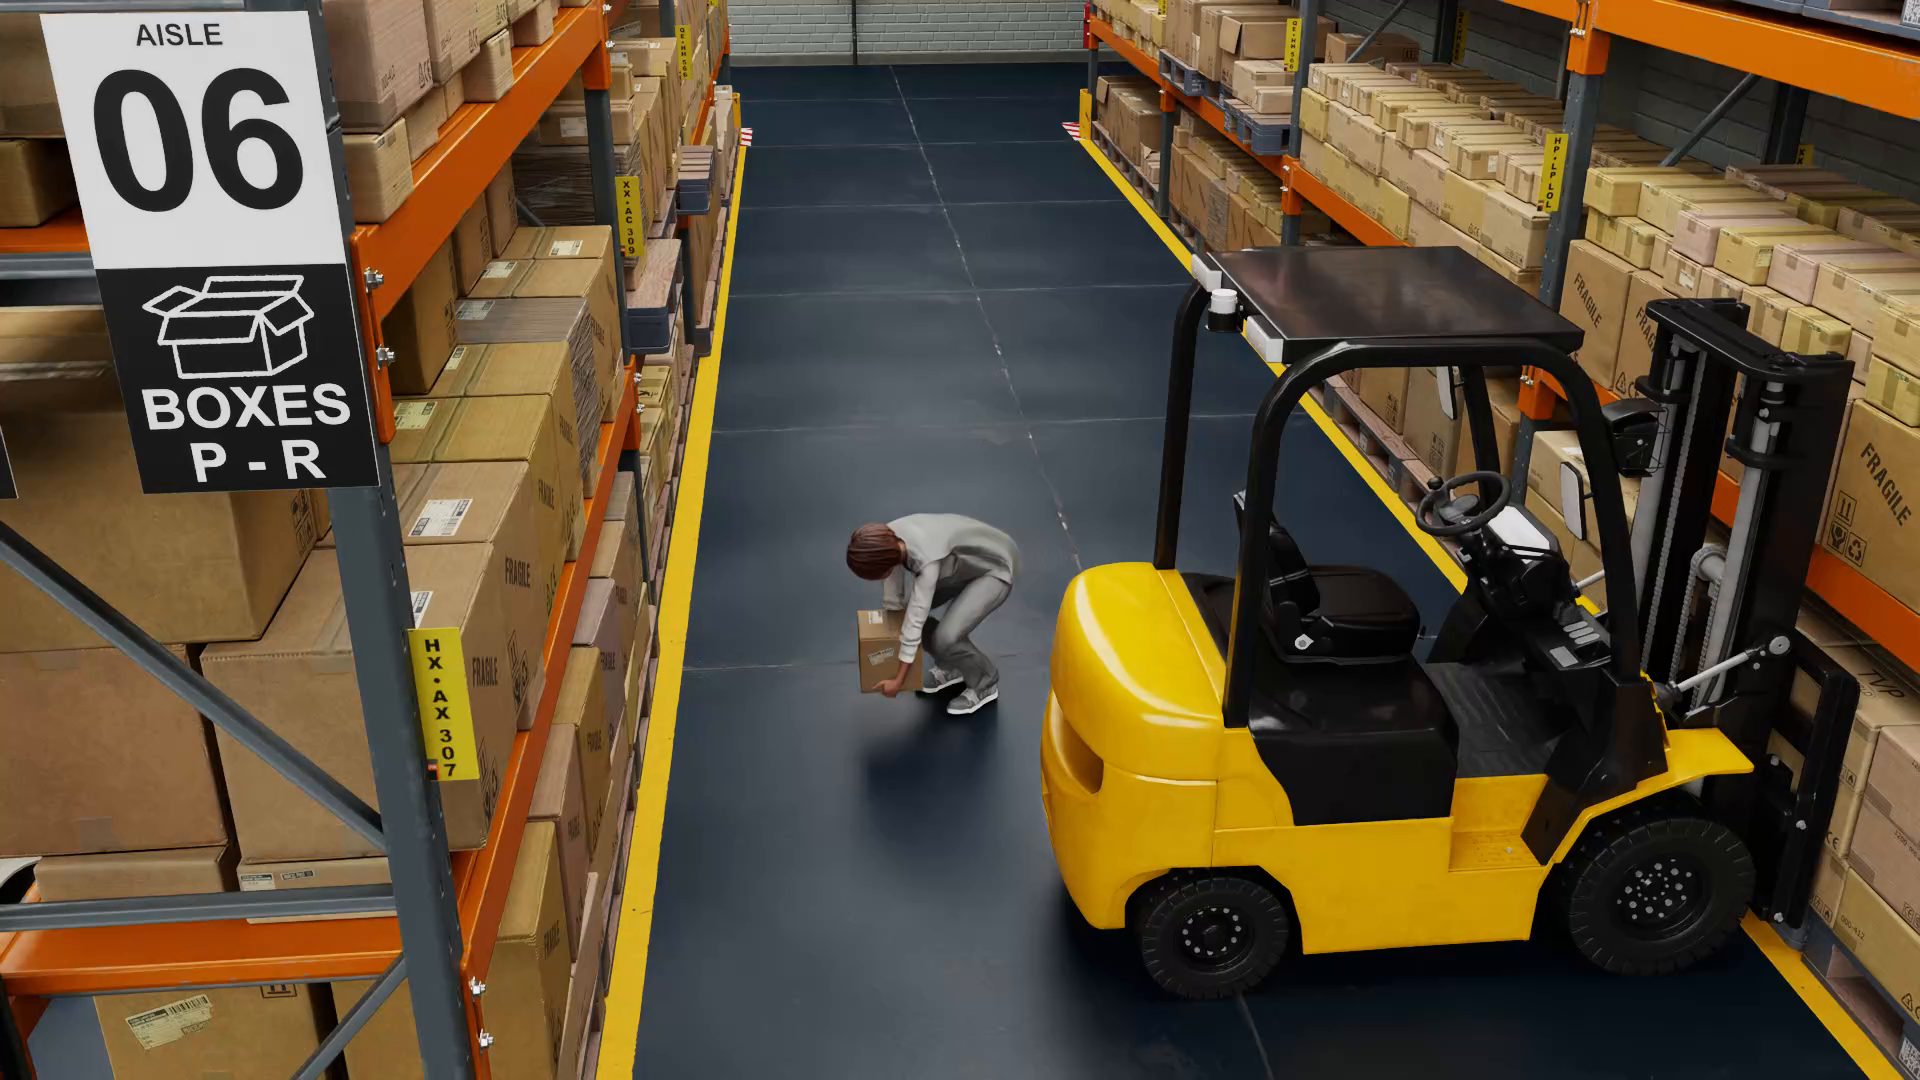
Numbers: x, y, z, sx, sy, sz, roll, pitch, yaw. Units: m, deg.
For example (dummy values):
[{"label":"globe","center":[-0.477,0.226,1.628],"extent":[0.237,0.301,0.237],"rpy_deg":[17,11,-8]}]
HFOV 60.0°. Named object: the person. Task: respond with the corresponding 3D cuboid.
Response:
[{"label":"person","center":[-0.116,0.281,6.827],"extent":[0.837,0.913,0.431],"rpy_deg":[-17,29,-33]}]
